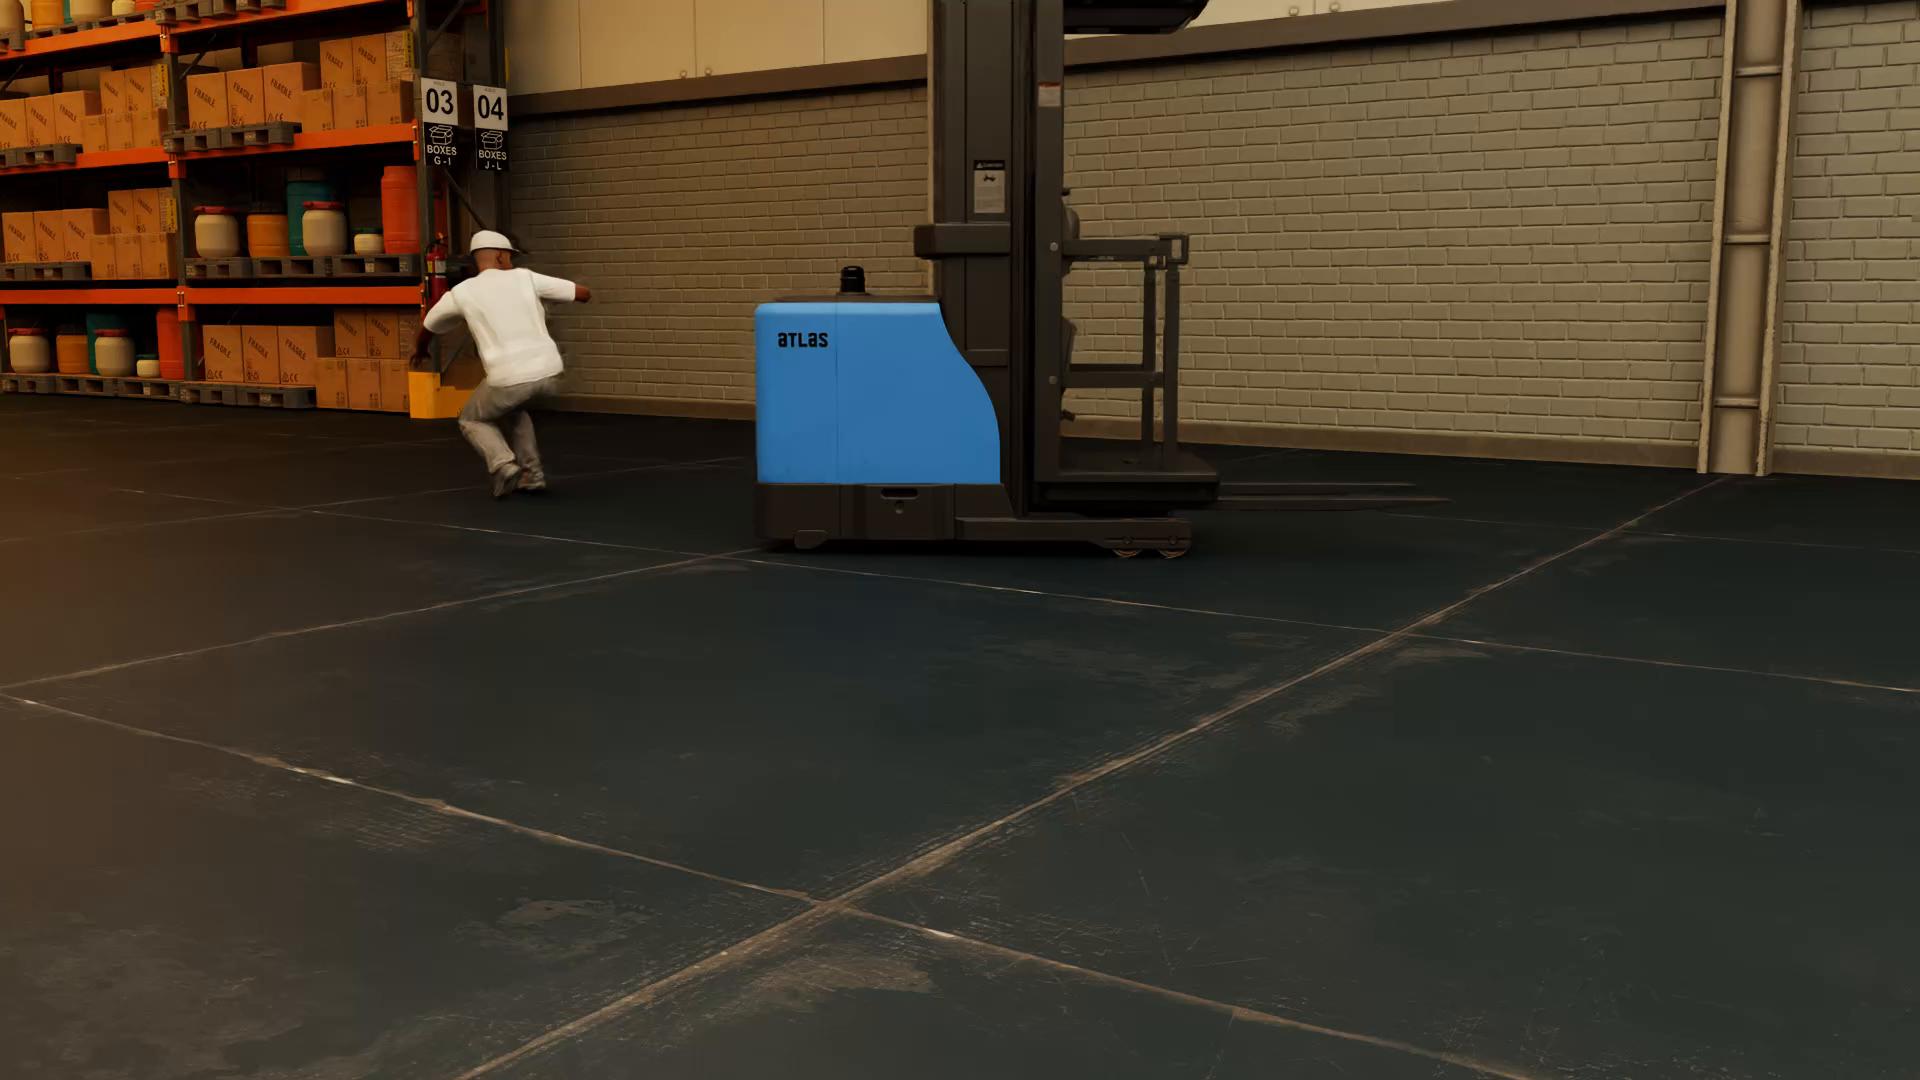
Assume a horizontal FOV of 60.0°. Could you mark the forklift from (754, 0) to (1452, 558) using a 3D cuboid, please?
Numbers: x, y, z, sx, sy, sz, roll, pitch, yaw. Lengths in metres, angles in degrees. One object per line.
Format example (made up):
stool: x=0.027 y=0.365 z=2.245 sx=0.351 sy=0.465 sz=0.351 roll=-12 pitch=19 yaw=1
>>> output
forklift: x=0.633 y=-1.452 z=7.406 sx=3.031 sy=2.935 sz=1.130 roll=0 pitch=8 yaw=1

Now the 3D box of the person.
person: x=-2.579 y=-0.991 z=9.359 sx=0.837 sy=1.479 sz=0.992 roll=-6 pitch=10 yaw=-38
